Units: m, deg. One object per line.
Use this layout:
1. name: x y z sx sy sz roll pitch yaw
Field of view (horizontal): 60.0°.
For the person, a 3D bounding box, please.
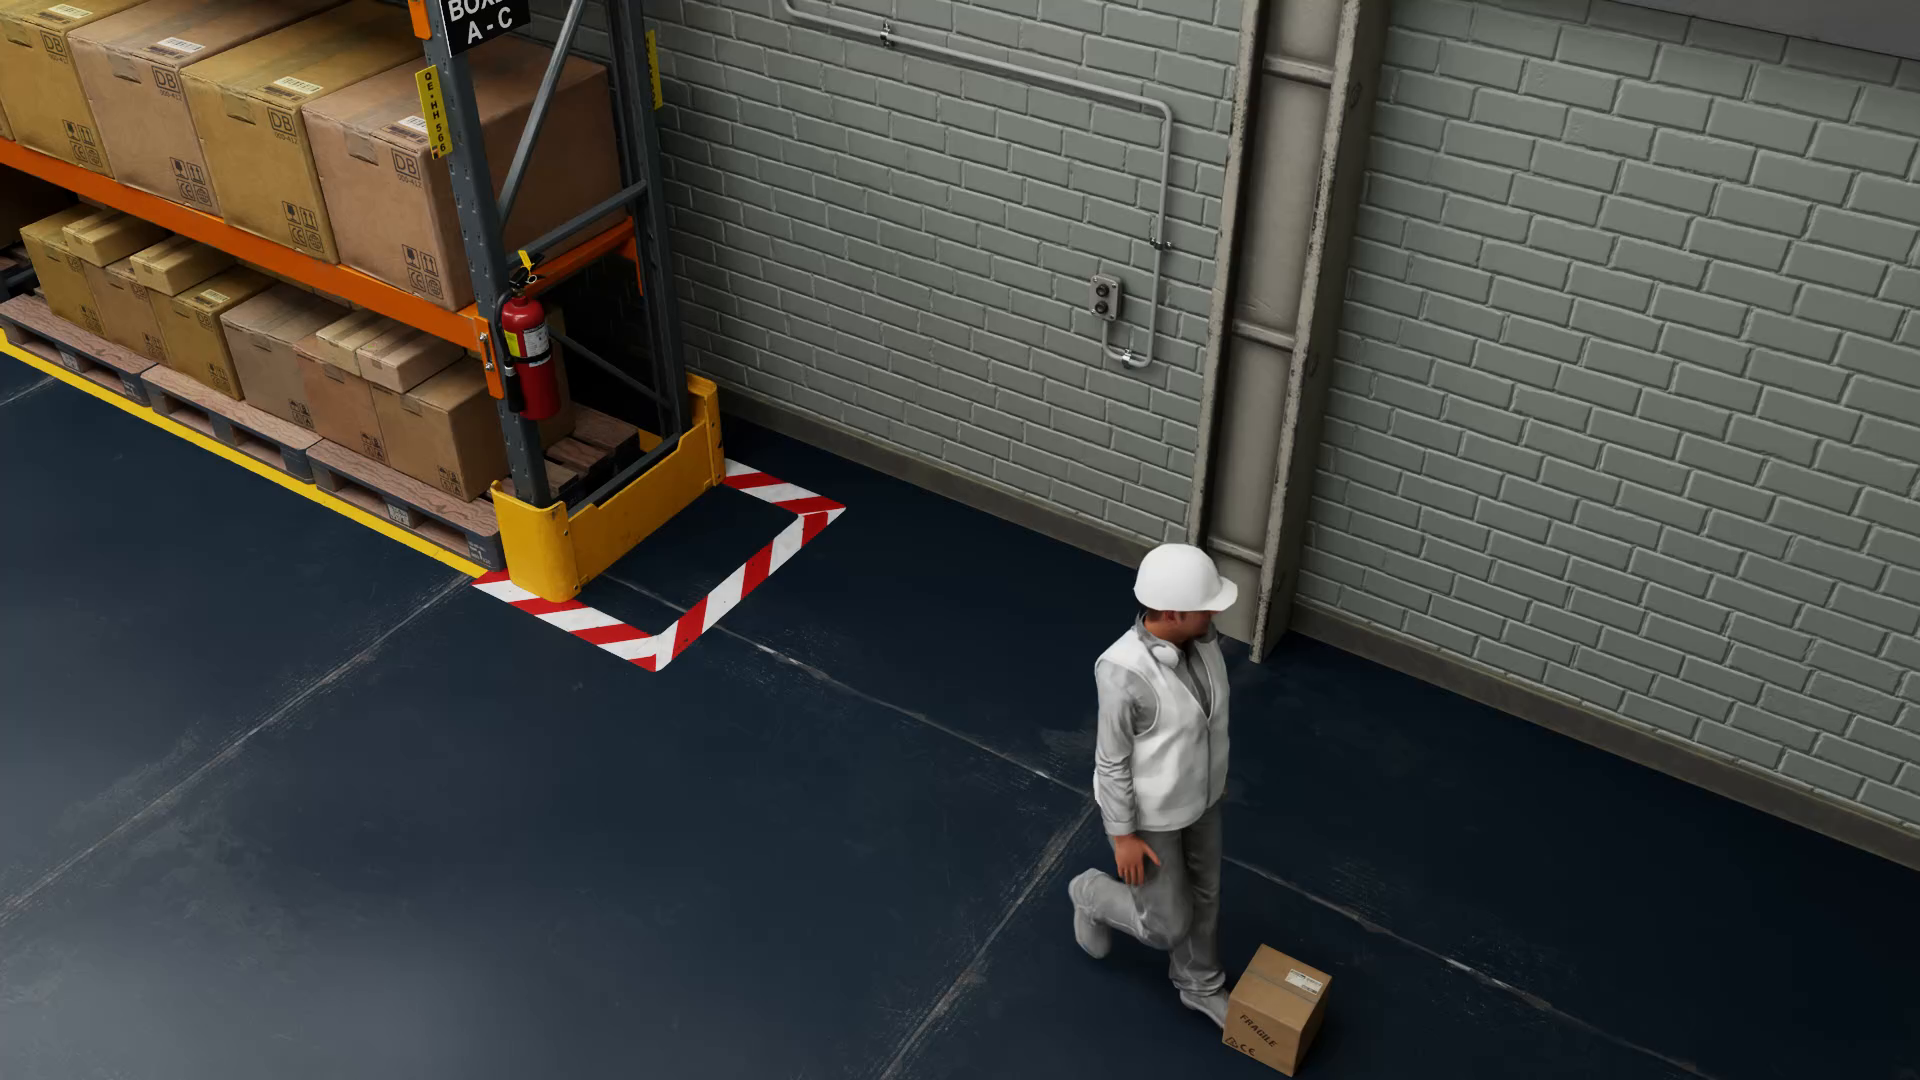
1. person: 0.694 0.808 5.108 0.735 1.748 0.609 28 46 31
